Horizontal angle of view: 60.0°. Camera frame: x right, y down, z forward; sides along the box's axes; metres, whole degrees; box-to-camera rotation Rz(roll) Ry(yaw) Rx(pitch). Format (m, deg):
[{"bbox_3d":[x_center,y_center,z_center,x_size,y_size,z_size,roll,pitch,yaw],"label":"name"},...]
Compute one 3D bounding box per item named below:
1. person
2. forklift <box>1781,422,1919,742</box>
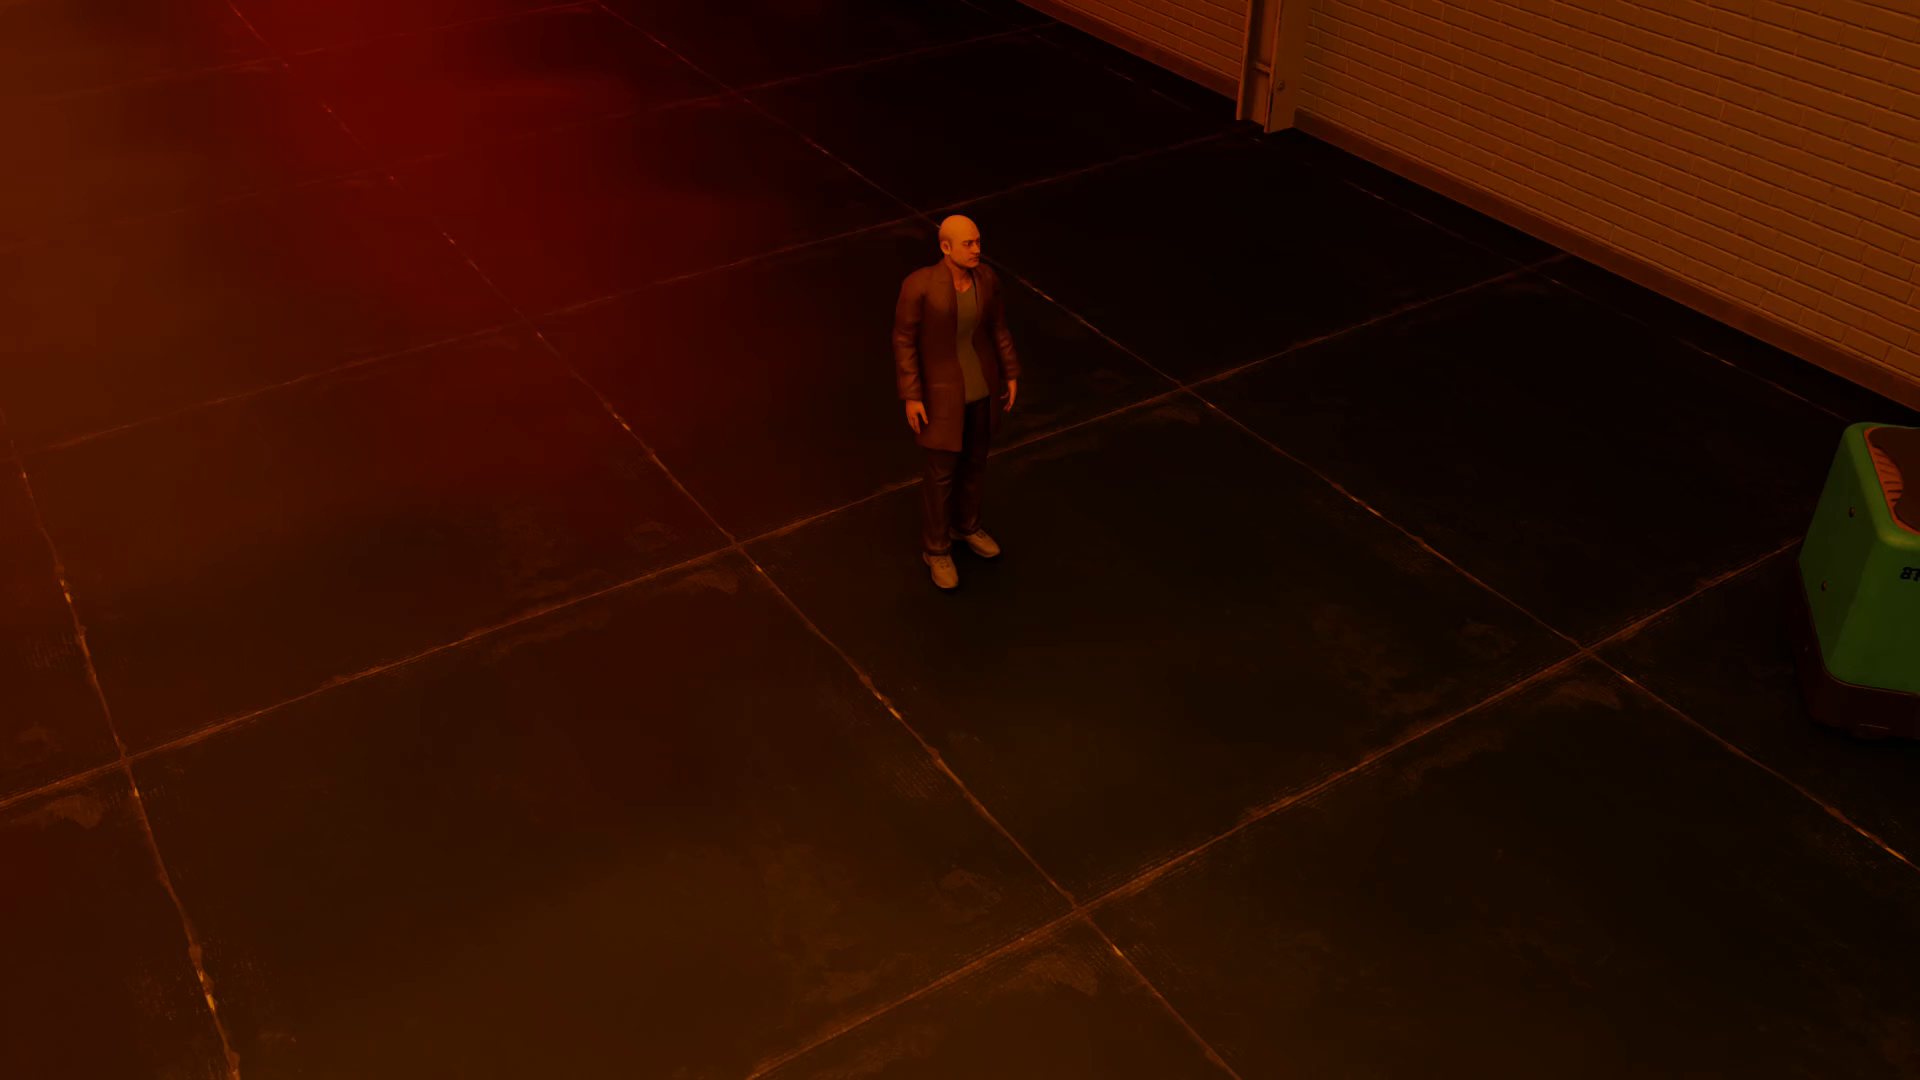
[{"bbox_3d":[0.045,-0.609,8.173,0.696,1.582,0.582,-21,40,-27],"label":"person"},{"bbox_3d":[5.386,-0.392,6.706,3.031,2.935,1.130,9,36,12],"label":"forklift"}]
